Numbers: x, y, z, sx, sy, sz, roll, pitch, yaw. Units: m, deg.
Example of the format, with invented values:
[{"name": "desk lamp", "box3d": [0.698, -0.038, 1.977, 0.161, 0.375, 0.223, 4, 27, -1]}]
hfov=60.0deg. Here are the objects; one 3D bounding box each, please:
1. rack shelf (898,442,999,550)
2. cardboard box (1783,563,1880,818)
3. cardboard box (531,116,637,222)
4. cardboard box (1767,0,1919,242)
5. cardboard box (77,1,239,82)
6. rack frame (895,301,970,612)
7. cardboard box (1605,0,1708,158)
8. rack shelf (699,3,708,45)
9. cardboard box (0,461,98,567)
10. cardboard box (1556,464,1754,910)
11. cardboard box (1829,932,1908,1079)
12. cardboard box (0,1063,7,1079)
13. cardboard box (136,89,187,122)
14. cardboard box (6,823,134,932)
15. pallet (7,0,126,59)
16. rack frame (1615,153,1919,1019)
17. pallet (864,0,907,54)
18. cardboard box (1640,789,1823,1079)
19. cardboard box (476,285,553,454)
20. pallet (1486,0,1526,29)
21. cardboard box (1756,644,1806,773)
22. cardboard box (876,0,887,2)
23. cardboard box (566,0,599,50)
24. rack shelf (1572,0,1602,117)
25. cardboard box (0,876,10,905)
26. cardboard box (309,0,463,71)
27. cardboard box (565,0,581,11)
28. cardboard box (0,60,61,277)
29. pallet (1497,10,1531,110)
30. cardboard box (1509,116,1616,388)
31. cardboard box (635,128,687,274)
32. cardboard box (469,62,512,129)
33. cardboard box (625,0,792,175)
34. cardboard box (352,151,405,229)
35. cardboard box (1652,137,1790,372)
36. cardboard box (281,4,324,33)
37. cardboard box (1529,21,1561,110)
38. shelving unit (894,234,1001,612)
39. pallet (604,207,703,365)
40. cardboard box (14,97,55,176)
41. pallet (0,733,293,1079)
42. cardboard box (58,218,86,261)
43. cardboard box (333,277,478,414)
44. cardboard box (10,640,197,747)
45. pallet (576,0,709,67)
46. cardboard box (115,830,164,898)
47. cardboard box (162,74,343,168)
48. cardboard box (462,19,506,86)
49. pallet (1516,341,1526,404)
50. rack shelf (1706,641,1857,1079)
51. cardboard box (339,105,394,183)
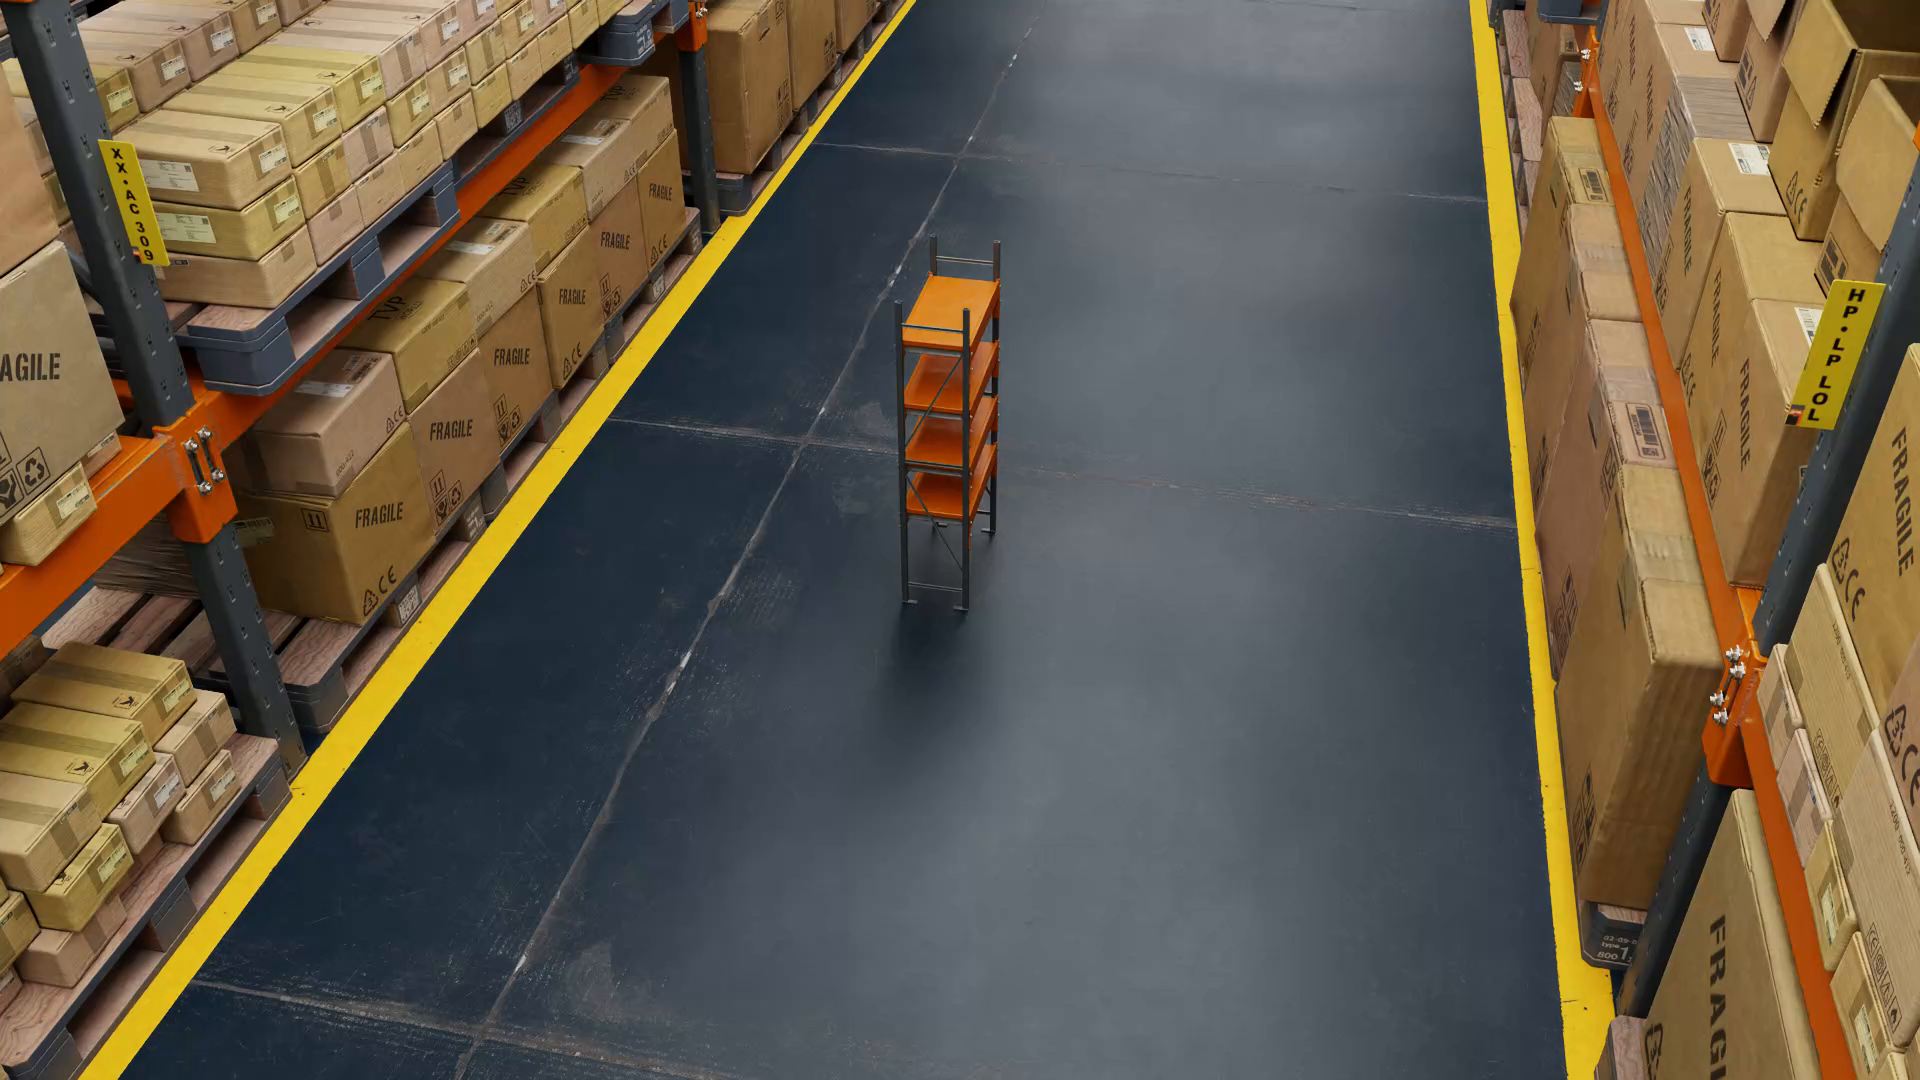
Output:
[{"name": "rack shelf", "box3d": [-0.035, -0.176, 5.923, 0.258, 0.148, 0.480, 7, 37, 10]}, {"name": "cardboard box", "box3d": [1.899, 0.315, 3.133, 0.500, 0.250, 0.500, 7, 36, 9]}, {"name": "cardboard box", "box3d": [-1.702, -1.580, 7.007, 0.500, 0.250, 0.500, 8, 37, 11]}, {"name": "cardboard box", "box3d": [2.541, -1.067, 4.227, 0.797, 0.503, 0.637, 8, 37, 10]}, {"name": "cardboard box", "box3d": [-2.504, -1.558, 5.192, 0.380, 0.149, 0.250, 7, 37, 10]}, {"name": "rack frame", "box3d": [-0.087, -0.251, 5.574, 0.240, 1.200, 0.015, 7, 37, 10]}, {"name": "cardboard box", "box3d": [2.632, -1.655, 5.892, 0.500, 0.500, 0.500, 6, 36, 9]}, {"name": "rack shelf", "box3d": [-1.287, -3.690, 9.398, 1.077, 0.370, 4.000, 7, 37, 10]}, {"name": "cardboard box", "box3d": [-2.350, -0.085, 4.025, 0.380, 0.149, 0.250, 6, 36, 9]}, {"name": "cardboard box", "box3d": [2.372, 0.459, 4.513, 1.225, 0.875, 0.875, 7, 37, 10]}, {"name": "cardboard box", "box3d": [1.701, 0.821, 2.775, 0.380, 0.149, 0.250, 6, 36, 9]}, {"name": "cardboard box", "box3d": [-2.541, 1.304, 3.966, 0.380, 0.149, 0.250, 7, 37, 10]}, {"name": "cardboard box", "box3d": [-2.566, -1.276, 5.057, 0.380, 0.149, 0.250, 9, 37, 12]}, {"name": "cardboard box", "box3d": [-2.411, 0.856, 4.331, 0.380, 0.149, 0.250, 6, 36, 8]}, {"name": "pallet", "box3d": [-6.141, -3.413, 10.779, 1.003, 0.211, 1.213, 7, 37, 10]}, {"name": "rack frame", "box3d": [2.255, 0.139, 3.503, 1.000, 3.000, 0.127, 7, 37, 10]}, {"name": "pallet", "box3d": [-0.951, -3.547, 10.964, 1.003, 0.211, 1.213, 7, 37, 10]}, {"name": "cardboard box", "box3d": [2.036, 1.197, 3.495, 0.875, 0.875, 0.875, 7, 37, 10]}, {"name": "cardboard box", "box3d": [-1.942, -0.695, 6.425, 0.500, 0.500, 0.500, 8, 37, 11]}, {"name": "pallet", "box3d": [4.073, -3.708, 11.187, 1.003, 0.211, 1.213, 7, 37, 10]}, {"name": "cardboard box", "box3d": [1.867, 0.368, 3.400, 0.380, 0.149, 0.250, 7, 37, 10]}, {"name": "cardboard box", "box3d": [-0.905, -4.020, 10.799, 1.050, 0.750, 0.750, 7, 37, 10]}, {"name": "cardboard box", "box3d": [-1.593, -1.976, 6.276, 0.380, 0.149, 0.250, 6, 36, 8]}, {"name": "rack shelf", "box3d": [3.536, -3.010, 8.460, 1.077, 0.370, 4.000, 7, 37, 10]}, {"name": "cardboard box", "box3d": [-2.584, 0.873, 4.054, 0.380, 0.149, 0.250, 8, 37, 11]}, {"name": "cardboard box", "box3d": [-1.815, -1.615, 5.272, 0.380, 0.149, 0.250, 7, 37, 10]}, {"name": "cardboard box", "box3d": [-1.594, -2.093, 6.184, 0.380, 0.149, 0.250, 7, 37, 10]}, {"name": "cardboard box", "box3d": [-2.405, -0.804, 3.612, 0.500, 0.500, 0.500, 6, 36, 8]}, {"name": "pallet", "box3d": [3.799, -2.872, 10.033, 1.003, 0.211, 1.213, 7, 37, 10]}, {"name": "cardboard box", "box3d": [2.942, -1.071, 6.625, 1.225, 0.875, 0.875, 6, 36, 8]}, {"name": "cardboard box", "box3d": [-1.600, -1.582, 7.649, 0.500, 0.500, 0.500, 7, 37, 10]}, {"name": "cardboard box", "box3d": [-1.762, -1.527, 5.657, 0.380, 0.149, 0.250, 7, 36, 9]}, {"name": "cardboard box", "box3d": [-1.497, -2.431, 8.608, 1.050, 0.750, 0.750, 7, 36, 9]}, {"name": "cardboard box", "box3d": [-1.925, -1.080, 5.040, 0.380, 0.149, 0.250, 8, 37, 10]}, {"name": "cardboard box", "box3d": [2.305, -0.788, 4.695, 0.500, 0.500, 0.500, 7, 37, 9]}, {"name": "cardboard box", "box3d": [-2.399, -1.739, 5.696, 0.380, 0.149, 0.250, 7, 37, 10]}, {"name": "cardboard box", "box3d": [3.572, -2.673, 9.137, 0.700, 0.500, 0.500, 4, 36, 6]}, {"name": "shelving unit", "box3d": [-0.035, -0.391, 5.767, 0.258, 1.200, 0.503, 7, 37, 10]}, {"name": "pallet", "box3d": [-1.883, -1.257, 7.805, 1.003, 0.211, 1.213, 7, 37, 10]}, {"name": "cardboard box", "box3d": [-2.674, -1.105, 4.568, 0.380, 0.149, 0.250, 9, 37, 12]}, {"name": "pallet", "box3d": [-2.678, 0.977, 4.722, 1.003, 0.211, 1.213, 7, 37, 10]}, {"name": "cardboard box", "box3d": [-2.678, -0.862, 4.739, 0.380, 0.149, 0.250, 7, 36, 9]}, {"name": "cardboard box", "box3d": [-2.042, -0.699, 5.791, 0.500, 0.250, 0.500, 8, 37, 11]}, {"name": "cardboard box", "box3d": [-2.391, 0.439, 4.653, 0.380, 0.149, 0.250, 8, 37, 11]}, {"name": "pallet", "box3d": [-1.763, -2.335, 7.079, 1.213, 0.211, 1.003, 7, 37, 10]}, {"name": "cardboard box", "box3d": [-2.457, 0.849, 4.594, 0.380, 0.149, 0.250, 8, 37, 11]}, {"name": "cardboard box", "box3d": [-1.982, -1.179, 4.670, 0.380, 0.149, 0.250, 8, 37, 11]}, {"name": "cardboard box", "box3d": [-1.760, -1.651, 5.575, 0.380, 0.149, 0.250, 7, 36, 9]}, {"name": "pallet", "box3d": [2.867, -0.583, 6.875, 1.003, 0.211, 1.213, 7, 37, 10]}, {"name": "rack shelf", "box3d": [1.828, 1.576, 2.132, 1.077, 0.370, 4.000, 7, 37, 10]}, {"name": "cardboard box", "box3d": [-1.927, -1.195, 4.945, 0.380, 0.149, 0.250, 8, 37, 11]}]
